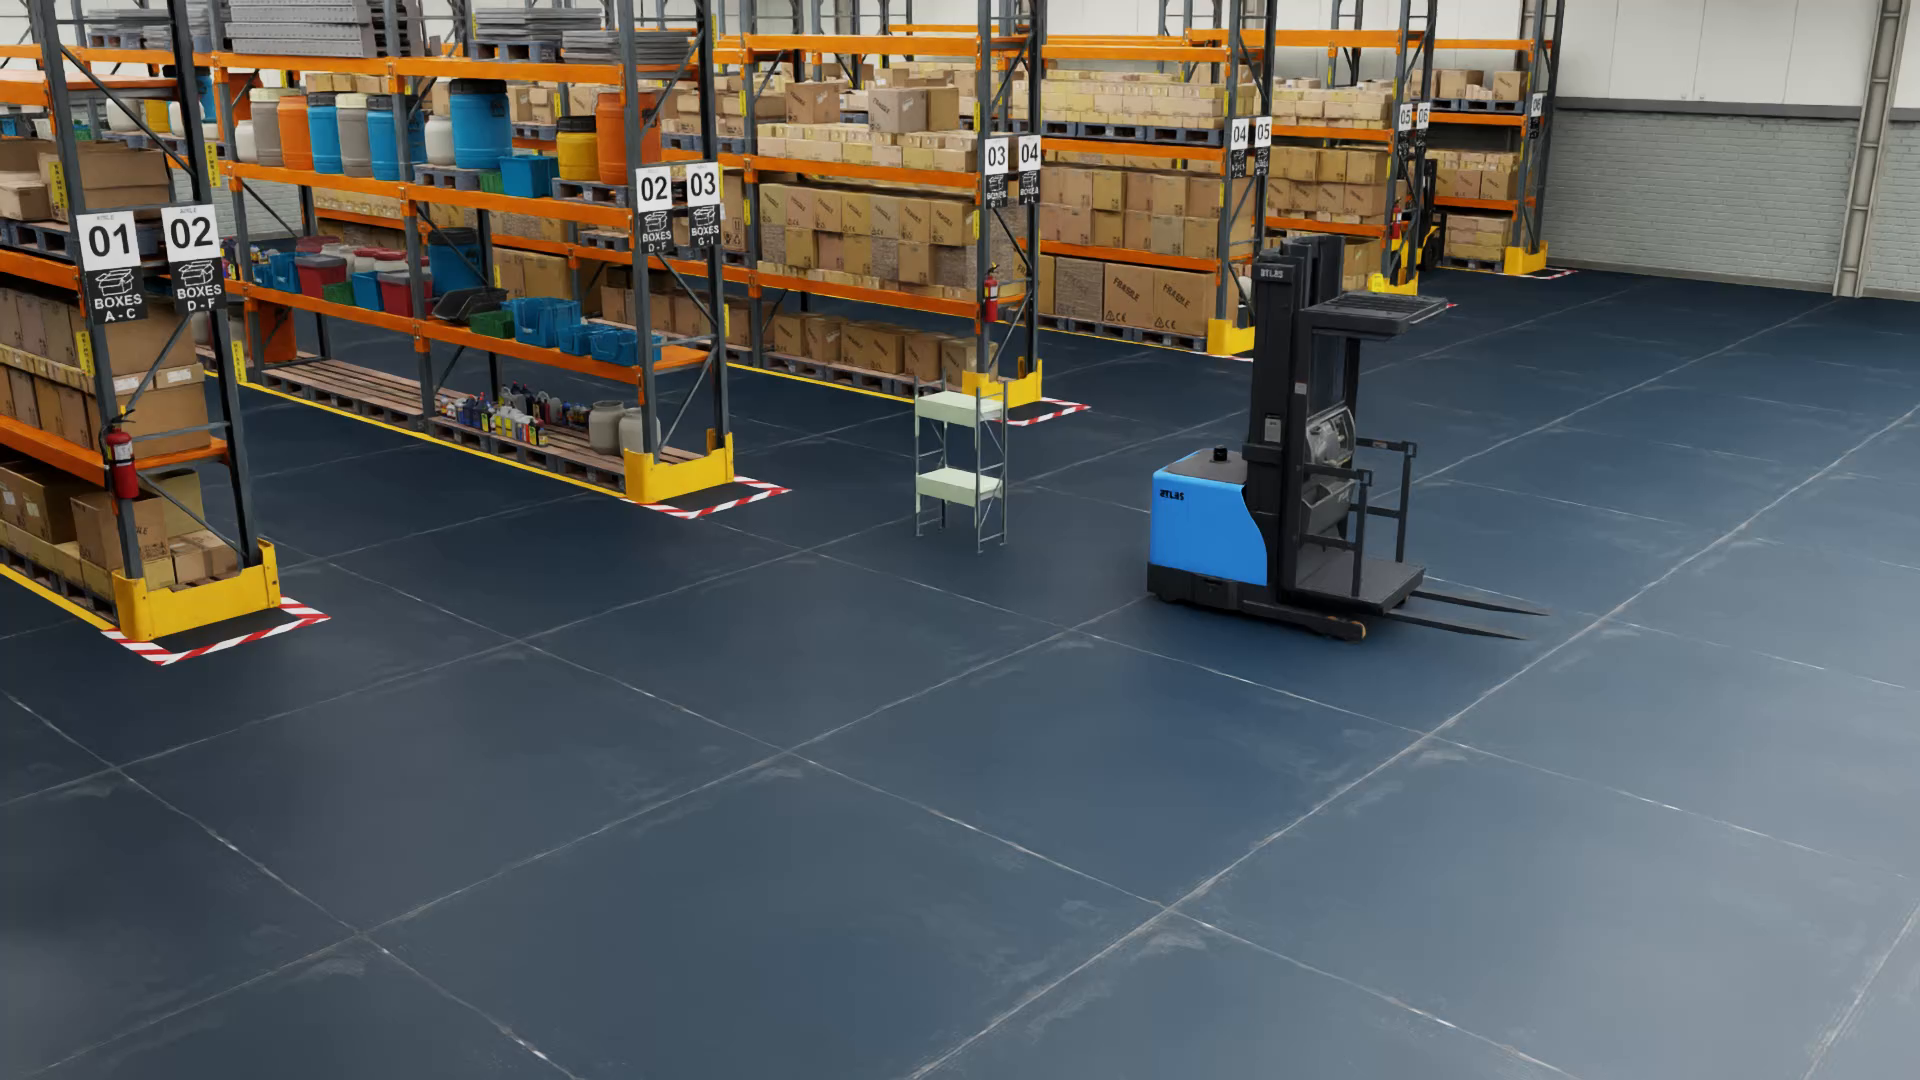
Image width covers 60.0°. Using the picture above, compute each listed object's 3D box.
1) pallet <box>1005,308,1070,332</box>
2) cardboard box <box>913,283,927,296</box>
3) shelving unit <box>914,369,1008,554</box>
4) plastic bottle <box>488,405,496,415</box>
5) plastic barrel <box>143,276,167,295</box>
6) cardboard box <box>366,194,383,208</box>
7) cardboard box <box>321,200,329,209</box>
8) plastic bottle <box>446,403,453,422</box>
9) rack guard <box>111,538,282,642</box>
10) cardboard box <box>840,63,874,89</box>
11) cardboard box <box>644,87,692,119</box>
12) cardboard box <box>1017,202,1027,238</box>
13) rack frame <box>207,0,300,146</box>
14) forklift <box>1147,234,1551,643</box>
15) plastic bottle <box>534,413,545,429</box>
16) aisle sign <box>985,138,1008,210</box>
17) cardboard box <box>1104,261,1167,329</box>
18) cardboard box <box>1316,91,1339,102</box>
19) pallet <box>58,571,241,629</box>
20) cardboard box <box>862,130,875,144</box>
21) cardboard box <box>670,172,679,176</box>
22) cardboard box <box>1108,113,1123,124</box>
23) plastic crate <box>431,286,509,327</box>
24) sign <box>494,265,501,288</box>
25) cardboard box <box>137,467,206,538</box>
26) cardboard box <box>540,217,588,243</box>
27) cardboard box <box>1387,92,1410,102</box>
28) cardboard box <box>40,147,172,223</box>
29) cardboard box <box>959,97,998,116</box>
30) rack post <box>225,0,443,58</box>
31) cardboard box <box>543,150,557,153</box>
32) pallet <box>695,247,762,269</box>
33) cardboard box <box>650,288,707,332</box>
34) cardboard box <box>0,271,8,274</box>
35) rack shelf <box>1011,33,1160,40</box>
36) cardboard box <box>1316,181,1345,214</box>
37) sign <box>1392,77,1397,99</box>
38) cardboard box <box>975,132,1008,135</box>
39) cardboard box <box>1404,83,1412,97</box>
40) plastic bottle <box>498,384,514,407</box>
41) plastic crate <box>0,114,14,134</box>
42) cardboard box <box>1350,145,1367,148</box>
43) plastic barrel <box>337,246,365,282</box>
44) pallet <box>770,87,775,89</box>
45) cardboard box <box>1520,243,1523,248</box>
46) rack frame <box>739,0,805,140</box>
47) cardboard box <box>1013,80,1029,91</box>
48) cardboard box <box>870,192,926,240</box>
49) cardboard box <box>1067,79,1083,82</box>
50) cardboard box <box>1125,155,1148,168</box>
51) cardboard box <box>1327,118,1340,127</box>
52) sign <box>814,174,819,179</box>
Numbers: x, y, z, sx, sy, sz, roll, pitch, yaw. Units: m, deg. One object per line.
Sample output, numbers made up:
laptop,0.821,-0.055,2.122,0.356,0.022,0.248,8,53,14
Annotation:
pallet,1.466,-3.461,25.668,1.213,0.211,1.003,15,23,39
cardboard box,-0.362,-3.089,20.301,0.250,0.149,0.380,15,23,39
shelving unit,0.005,-0.714,14.881,0.755,1.500,0.431,15,23,39
plastic bottle,-5.102,-1.332,18.134,0.097,0.271,0.097,0,18,0
plastic barrel,-11.294,-3.431,23.739,0.708,0.901,0.600,15,23,39
cardboard box,-9.677,-5.770,28.091,0.500,0.250,0.500,16,23,40
cardboard box,-10.963,-5.900,29.159,0.250,0.149,0.380,14,23,38
plastic bottle,-5.683,-1.430,18.559,0.097,0.201,0.097,0,18,0
rack guard,-5.987,0.381,13.084,0.348,0.500,1.175,15,23,39
cardboard box,-2.125,-9.598,34.412,0.500,0.500,0.500,16,23,40
cardboard box,-4.137,-6.135,23.533,0.500,0.500,0.500,16,23,40
cardboard box,1.233,-4.961,25.536,0.550,0.550,0.875,15,23,39
rack frame,-8.698,-6.401,20.404,0.127,3.000,1.000,15,23,39
forklift,3.040,-0.797,12.776,3.031,2.935,1.130,11,21,31
plastic bottle,-4.479,-1.200,17.699,0.133,0.283,0.061,15,23,39
aisle sign,0.420,-4.214,19.134,0.004,0.787,0.394,15,23,39
cardboard box,2.730,-3.642,24.448,0.875,0.875,0.875,15,23,38
cardboard box,5.998,-7.210,27.009,0.250,0.149,0.380,15,23,39
pallet,-6.605,0.370,13.597,1.213,0.211,1.003,15,23,39
cardboard box,-0.984,-4.917,20.277,0.250,0.149,0.380,14,22,37
cardboard box,-5.045,-6.606,30.197,0.250,0.149,0.380,15,23,40
cardboard box,2.327,-6.012,23.692,0.250,0.149,0.380,15,23,40
plastic crate,-5.399,-2.575,18.368,0.504,0.338,0.767,15,23,39
sign,-5.333,-2.992,19.124,0.005,0.325,0.100,15,23,39
cardboard box,-6.634,-0.320,13.773,0.500,0.500,0.500,15,23,39
cardboard box,-5.944,-4.752,24.963,0.500,0.500,0.500,16,24,41
cardboard box,7.020,-7.105,26.679,0.250,0.149,0.380,15,23,39
cardboard box,-6.432,-2.677,12.533,0.797,0.503,0.637,-16,24,-42
cardboard box,0.314,-6.672,25.607,0.500,0.250,0.500,15,23,40
rack post,-7.236,-6.069,19.027,3.121,1.000,1.013,15,23,39
cardboard box,-7.867,-7.886,32.691,0.500,0.500,0.500,15,23,39
pallet,-2.894,-3.954,22.928,1.213,0.211,1.003,15,23,39
cardboard box,-4.044,-3.329,24.048,0.700,0.500,0.500,-16,24,-41
cardboard box,-8.282,-2.095,14.445,0.500,0.500,0.700,15,23,39
rack shelf,2.963,-10.755,35.975,4.000,0.370,1.077,15,23,39
cardboard box,6.191,-5.635,27.253,0.500,0.500,0.500,15,23,39
sign,6.767,-7.028,25.875,0.005,0.325,0.100,15,23,39
cardboard box,0.391,-4.785,19.861,0.250,0.149,0.380,16,23,40
cardboard box,8.360,-8.471,31.250,0.258,0.266,0.396,14,23,38
plastic bottle,-5.129,-1.588,18.810,0.185,0.351,0.144,15,23,39
plastic crate,-14.579,-6.375,25.496,0.590,0.269,0.497,15,23,39
cardboard box,7.760,-7.564,32.257,0.250,0.149,0.380,15,23,40
plastic barrel,-7.472,-3.352,20.529,0.421,0.512,0.421,0,18,0
pallet,-3.338,-9.506,35.294,1.213,0.211,1.003,15,23,39
cardboard box,10.205,-5.454,31.189,0.500,0.250,0.500,15,23,39
rack frame,-2.419,-6.718,21.404,0.127,3.000,1.000,15,23,39
cardboard box,0.996,-6.748,24.696,0.250,0.149,0.380,15,23,40
cardboard box,-0.753,-3.976,20.372,0.500,0.500,0.500,15,23,39
cardboard box,1.811,-6.796,24.845,0.250,0.149,0.380,15,23,39
cardboard box,3.290,-6.630,29.694,0.500,0.500,0.500,15,23,40
cardboard box,6.169,-6.786,26.990,0.250,0.149,0.380,15,23,40
sign,-2.396,-6.153,27.758,0.005,0.325,0.100,15,23,39
